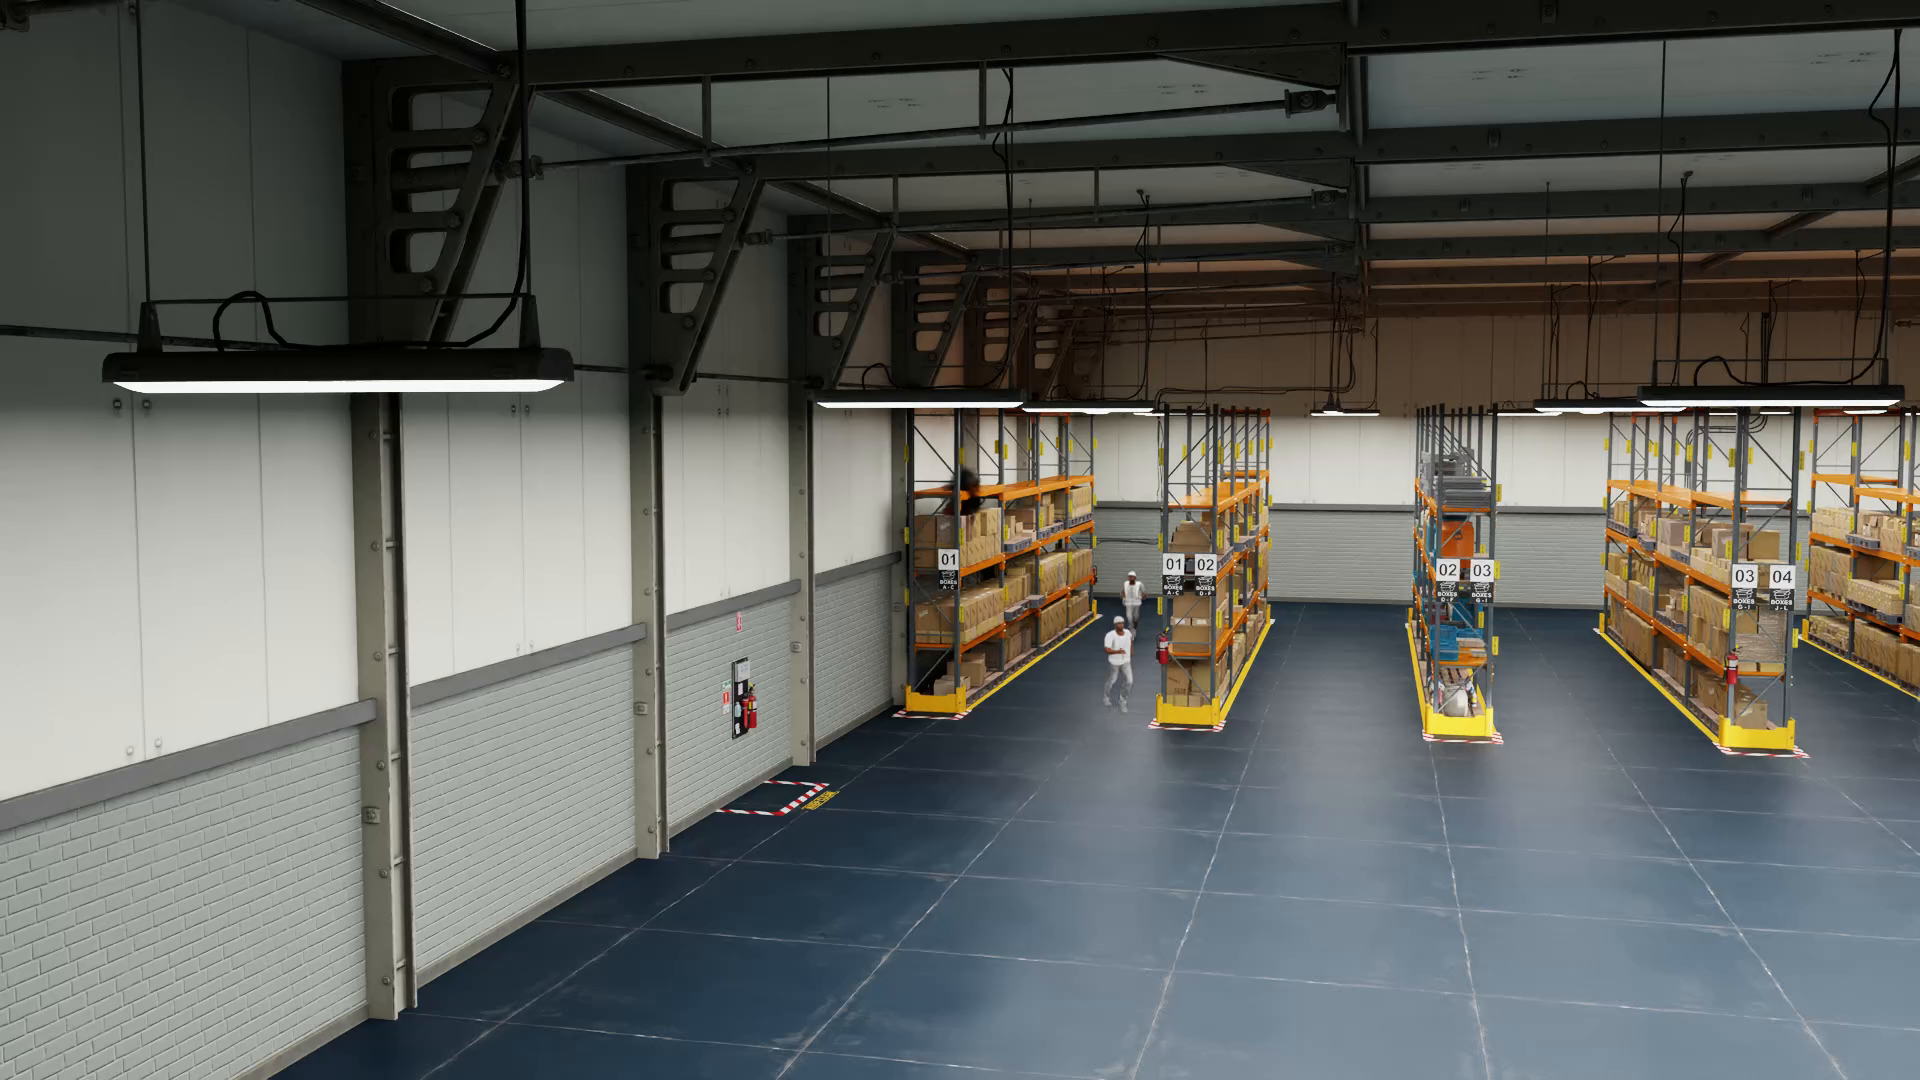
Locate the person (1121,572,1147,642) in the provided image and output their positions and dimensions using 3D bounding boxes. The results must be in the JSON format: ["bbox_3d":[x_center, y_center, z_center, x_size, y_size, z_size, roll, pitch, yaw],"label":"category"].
[{"bbox_3d":[4.488,1.705,43.009,0.669,1.789,0.901,1,4,10],"label":"person"}]

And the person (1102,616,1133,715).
[{"bbox_3d":[2.990,2.326,31.024,0.708,1.837,0.847,-2,4,-22],"label":"person"}]
